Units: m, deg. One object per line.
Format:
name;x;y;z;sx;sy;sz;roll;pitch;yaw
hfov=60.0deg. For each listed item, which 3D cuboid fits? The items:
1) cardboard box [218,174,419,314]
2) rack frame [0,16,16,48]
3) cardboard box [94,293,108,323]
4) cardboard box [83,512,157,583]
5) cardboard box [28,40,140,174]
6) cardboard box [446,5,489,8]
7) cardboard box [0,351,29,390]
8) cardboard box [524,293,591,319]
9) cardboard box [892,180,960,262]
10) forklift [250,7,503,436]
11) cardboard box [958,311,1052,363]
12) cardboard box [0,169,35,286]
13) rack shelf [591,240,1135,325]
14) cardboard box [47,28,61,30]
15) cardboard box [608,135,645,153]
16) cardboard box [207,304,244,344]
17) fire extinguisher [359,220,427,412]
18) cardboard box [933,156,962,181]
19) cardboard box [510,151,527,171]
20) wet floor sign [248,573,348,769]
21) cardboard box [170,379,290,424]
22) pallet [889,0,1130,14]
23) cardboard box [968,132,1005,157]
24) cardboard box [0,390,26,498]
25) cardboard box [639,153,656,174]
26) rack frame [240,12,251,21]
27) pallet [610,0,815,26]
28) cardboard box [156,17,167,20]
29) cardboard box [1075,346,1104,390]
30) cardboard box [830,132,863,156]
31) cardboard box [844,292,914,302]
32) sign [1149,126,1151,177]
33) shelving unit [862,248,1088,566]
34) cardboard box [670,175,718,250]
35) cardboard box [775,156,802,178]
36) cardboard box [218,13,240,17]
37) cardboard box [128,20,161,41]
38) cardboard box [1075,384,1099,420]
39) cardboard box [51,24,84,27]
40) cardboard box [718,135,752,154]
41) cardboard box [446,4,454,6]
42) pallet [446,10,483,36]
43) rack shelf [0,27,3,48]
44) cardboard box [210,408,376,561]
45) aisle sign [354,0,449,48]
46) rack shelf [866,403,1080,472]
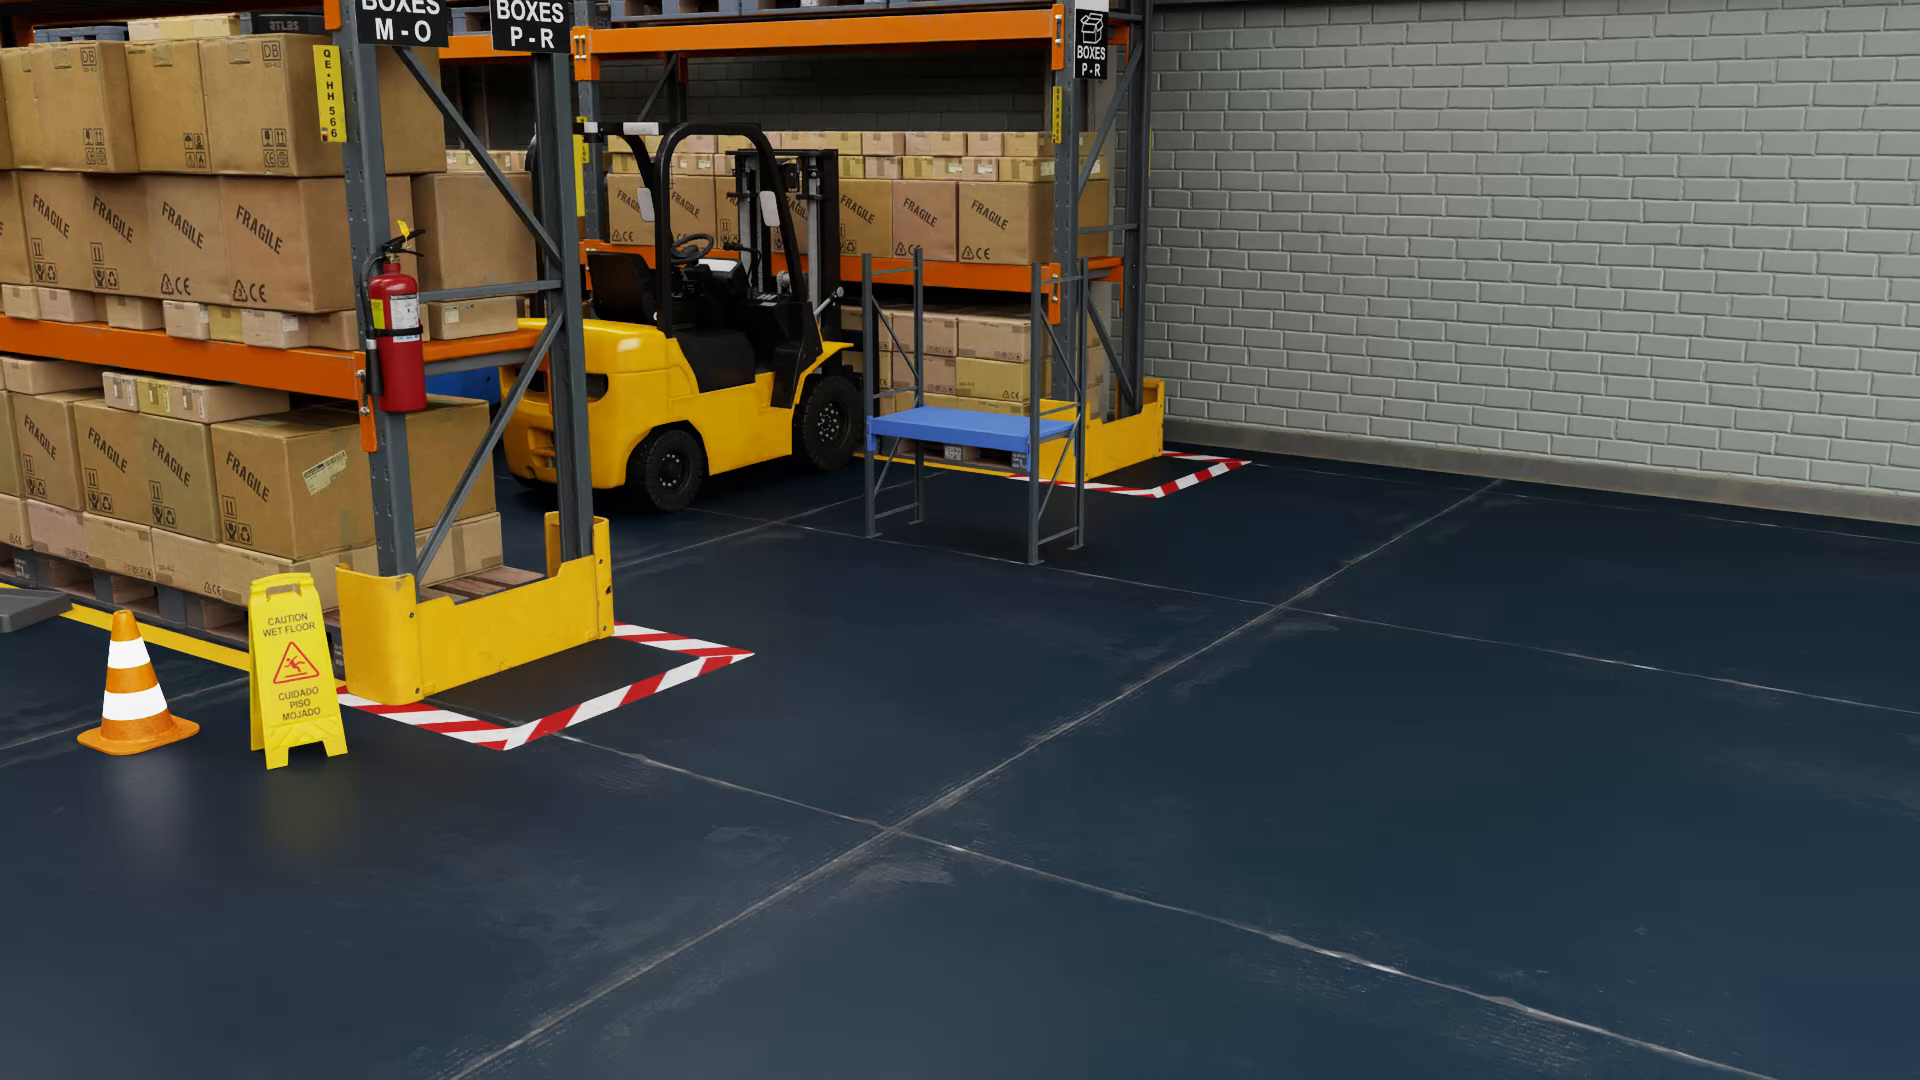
cardboard box;-2.480;-1.164;6.454;0.500;0.500;0.500;9;16;32
rack frame;-5.195;-1.489;8.597;0.127;3.000;1.000;9;17;33
cardboard box;-3.564;-1.047;7.334;0.250;0.149;0.380;9;17;33
cardboard box;-3.560;-0.017;7.497;0.500;0.250;0.500;8;16;31
cardboard box;-3.318;-1.773;6.836;0.500;0.500;0.700;9;16;32
cardboard box;-3.938;-4.341;13.277;0.250;0.166;0.380;9;17;33
cardboard box;-4.359;-0.807;7.778;0.250;0.149;0.380;10;17;35
cardboard box;-2.867;-1.598;13.105;0.625;0.625;0.875;10;17;35
cardboard box;-0.089;-2.077;10.761;0.500;0.500;0.500;10;17;35
forklift;-4.667;-2.021;10.889;3.031;2.935;1.130;0;14;2
cardboard box;0.335;-1.297;10.588;0.500;0.250;0.500;10;17;35
cardboard box;-4.147;-1.435;7.550;0.500;0.500;0.500;9;17;32
rack shelf;-0.769;-1.862;11.600;4.000;0.370;1.077;9;17;33
cardboard box;-8.776;-5.112;16.430;0.250;0.149;0.380;9;17;33
cardboard box;-2.329;-2.885;12.059;0.250;0.149;0.380;10;17;34
cardboard box;-2.779;-0.889;6.694;0.250;0.149;0.380;9;16;32
fire extinguisher;-2.039;-0.808;6.006;0.183;0.674;0.296;9;17;33
cardboard box;0.037;-2.372;10.606;0.250;0.149;0.380;10;17;34
cardboard box;-3.234;-2.919;12.813;0.250;0.149;0.380;9;17;33
wet floor sign;-2.316;0.429;5.748;0.267;0.644;0.232;-10;17;-35
cardboard box;-3.029;-0.592;6.910;0.250;0.149;0.380;10;17;34
pallet;0.319;-3.456;10.484;1.213;0.211;1.003;9;17;33
cardboard box;0.254;-2.484;10.437;0.250;0.149;0.380;9;17;33
cardboard box;-4.406;-0.520;7.969;0.500;0.500;0.500;10;17;35
cardboard box;-2.095;-2.713;11.983;0.250;0.149;0.380;10;17;34
rack frame;-5.747;-5.928;14.043;0.127;3.000;1.000;9;17;33
pallet;-1.706;-3.783;11.806;1.213;0.211;1.003;9;17;33
cardboard box;-6.994;-4.739;14.965;0.250;0.149;0.380;9;17;33
cardboard box;0.617;-1.159;11.072;0.500;0.250;0.500;10;17;34
cardboard box;-0.639;-2.608;10.939;0.250;0.149;0.380;10;17;34
cardboard box;-0.649;-1.605;11.833;0.500;0.250;0.500;9;16;32
sign;1.206;-2.511;10.760;0.005;0.325;0.100;9;17;33
shelving unit;0.071;-0.717;8.597;1.048;1.500;0.538;9;17;33
cardboard box;-1.764;-2.350;11.865;0.500;0.500;0.500;10;17;34
cardboard box;-1.039;-2.536;11.268;0.250;0.149;0.380;9;16;32
cardboard box;-6.176;-4.592;14.372;0.250;0.149;0.380;10;17;34
cardboard box;-7.142;-4.554;15.046;0.500;0.250;0.500;9;17;33
cardboard box;0.592;-0.917;11.133;0.500;0.250;0.500;9;17;33
cardboard box;-8.418;-4.912;15.623;0.250;0.149;0.380;9;17;34
cardboard box;-1.459;-2.751;11.518;0.250;0.149;0.380;9;16;32
cardboard box;-4.150;-4.256;12.973;0.250;0.149;0.380;9;16;32
pallet;-4.205;-4.158;13.527;1.213;0.211;1.003;10;17;35
rack shelf;-6.855;-2.864;9.406;4.000;0.370;1.077;9;17;33
cardboard box;-2.687;-0.241;6.843;0.500;0.500;0.500;9;17;33
aisle sign;-1.987;-2.149;5.850;0.004;0.787;0.394;9;17;33
rack shelf;0.071;-0.542;8.640;1.000;0.185;0.538;9;17;33
